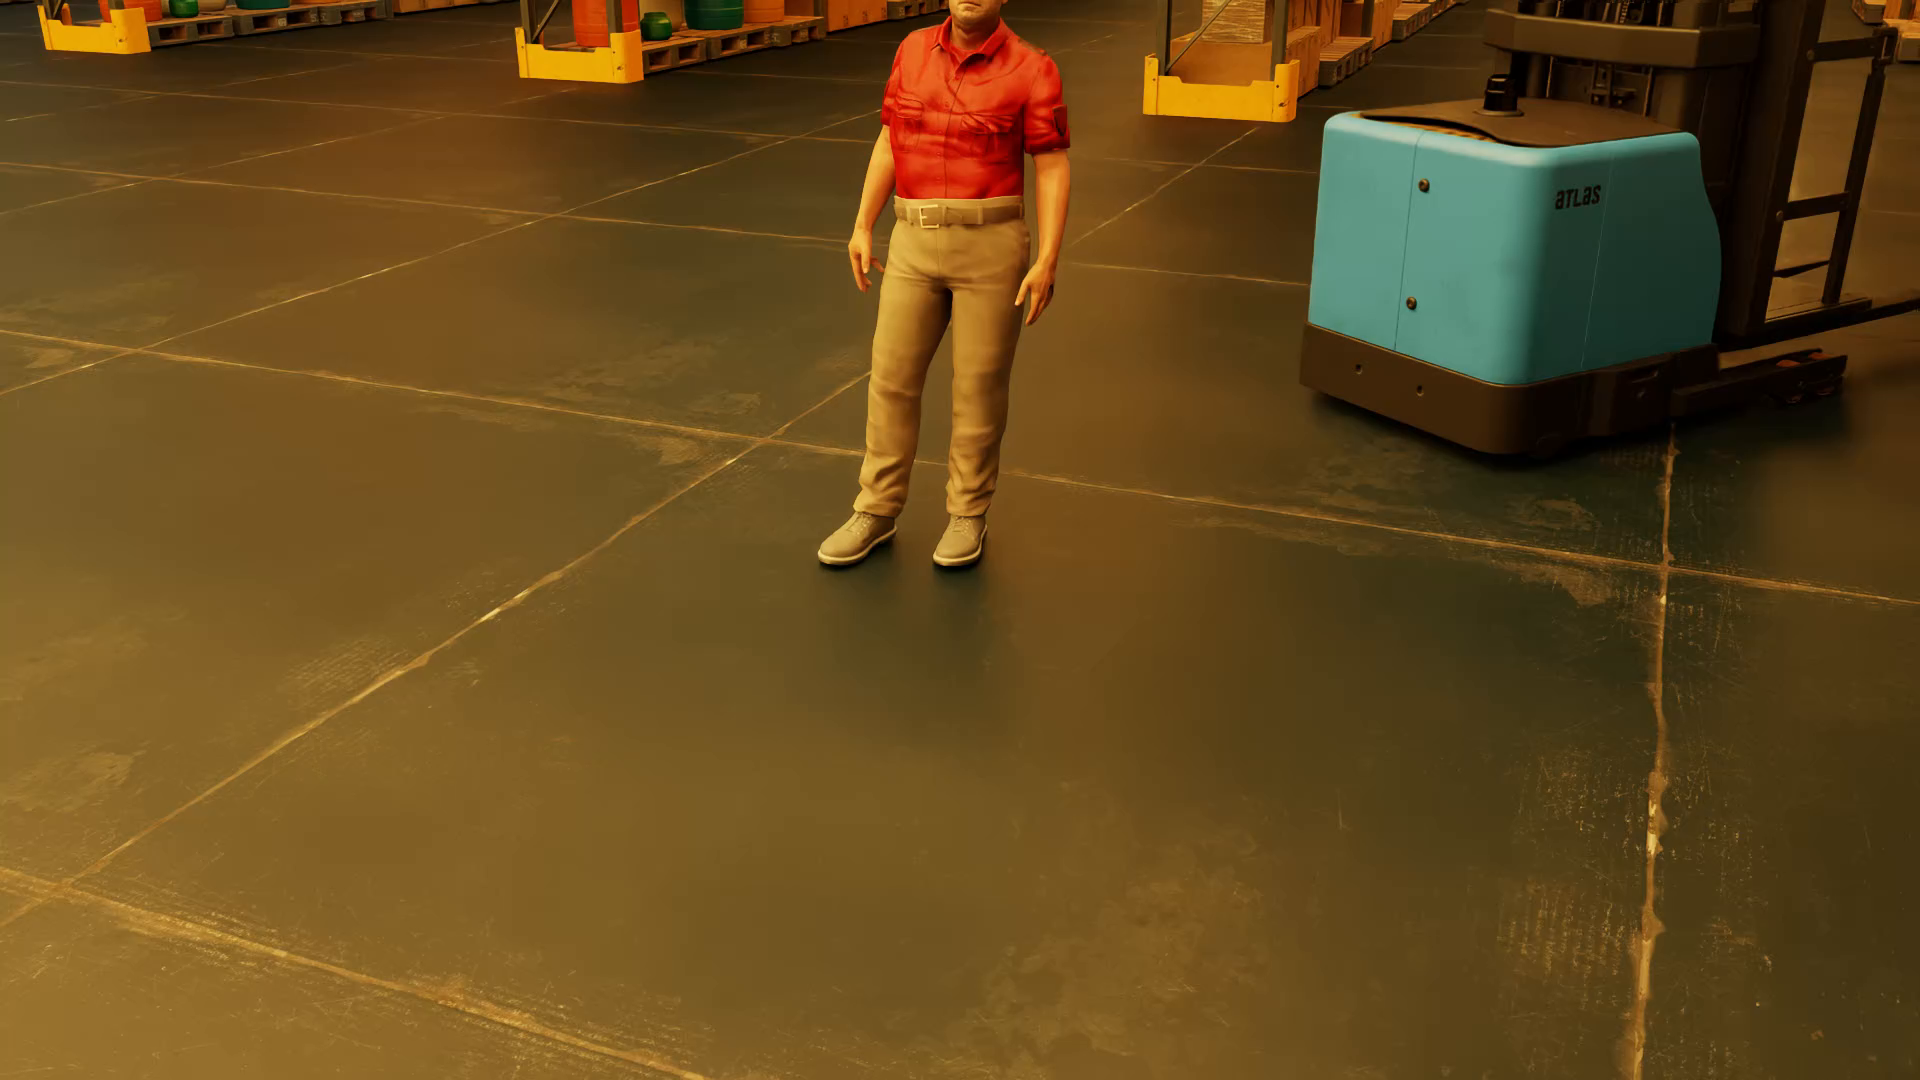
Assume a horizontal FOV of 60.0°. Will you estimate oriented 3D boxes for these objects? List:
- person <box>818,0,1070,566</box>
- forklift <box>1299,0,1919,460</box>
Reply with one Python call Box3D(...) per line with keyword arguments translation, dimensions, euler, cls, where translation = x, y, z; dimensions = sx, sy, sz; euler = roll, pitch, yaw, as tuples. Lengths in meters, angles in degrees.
Box3D(translation=(-0.045, -0.774, 4.685), dimensions=(0.640, 1.727, 0.551), euler=(9, 24, 21), cls="person")
Box3D(translation=(2.822, -2.031, 6.152), dimensions=(3.031, 2.935, 1.130), euler=(-13, 26, -29), cls="forklift")
